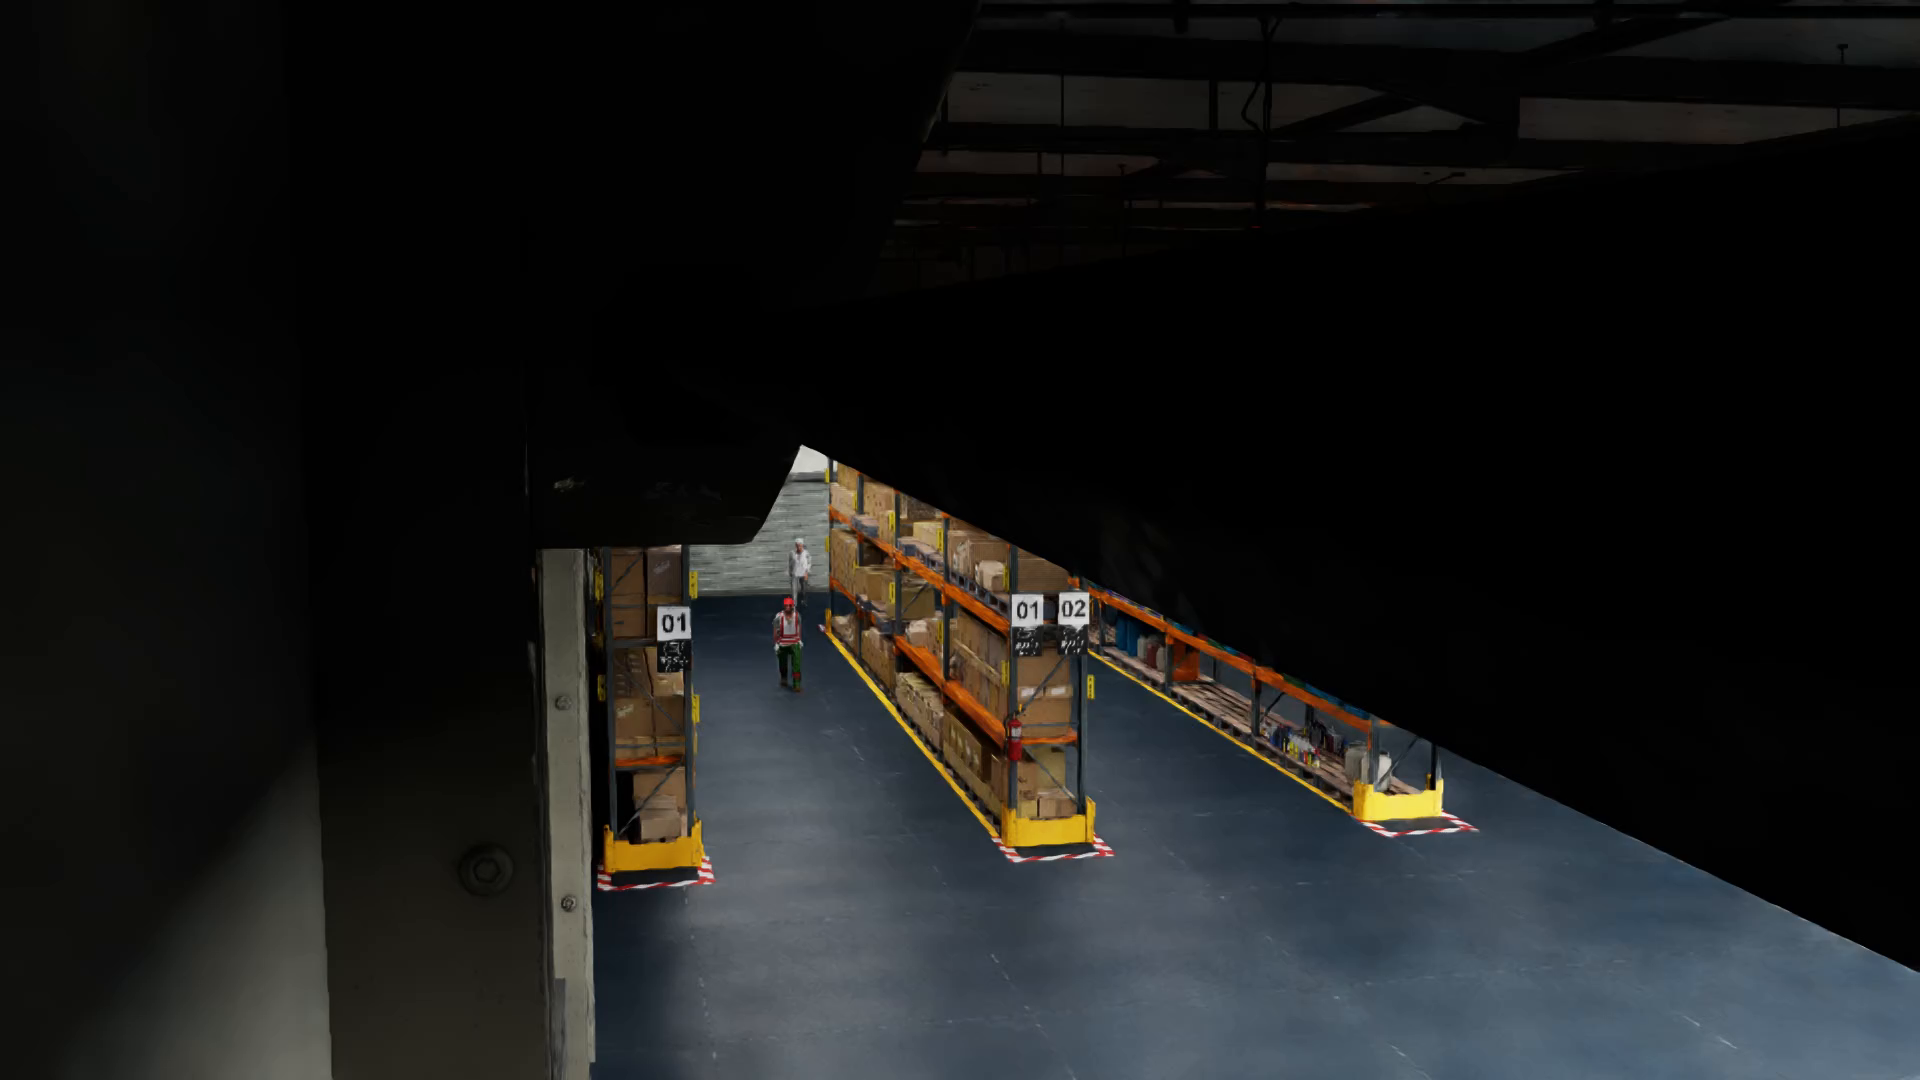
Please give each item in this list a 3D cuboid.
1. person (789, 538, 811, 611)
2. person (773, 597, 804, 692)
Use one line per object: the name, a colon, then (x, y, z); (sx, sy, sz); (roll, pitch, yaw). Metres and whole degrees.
person: (-3.787, 0.797, 39.386); (0.539, 1.714, 1.033); (0, 7, -3)
person: (-3.124, 1.875, 30.302); (0.553, 1.709, 1.123); (-1, 7, -11)
